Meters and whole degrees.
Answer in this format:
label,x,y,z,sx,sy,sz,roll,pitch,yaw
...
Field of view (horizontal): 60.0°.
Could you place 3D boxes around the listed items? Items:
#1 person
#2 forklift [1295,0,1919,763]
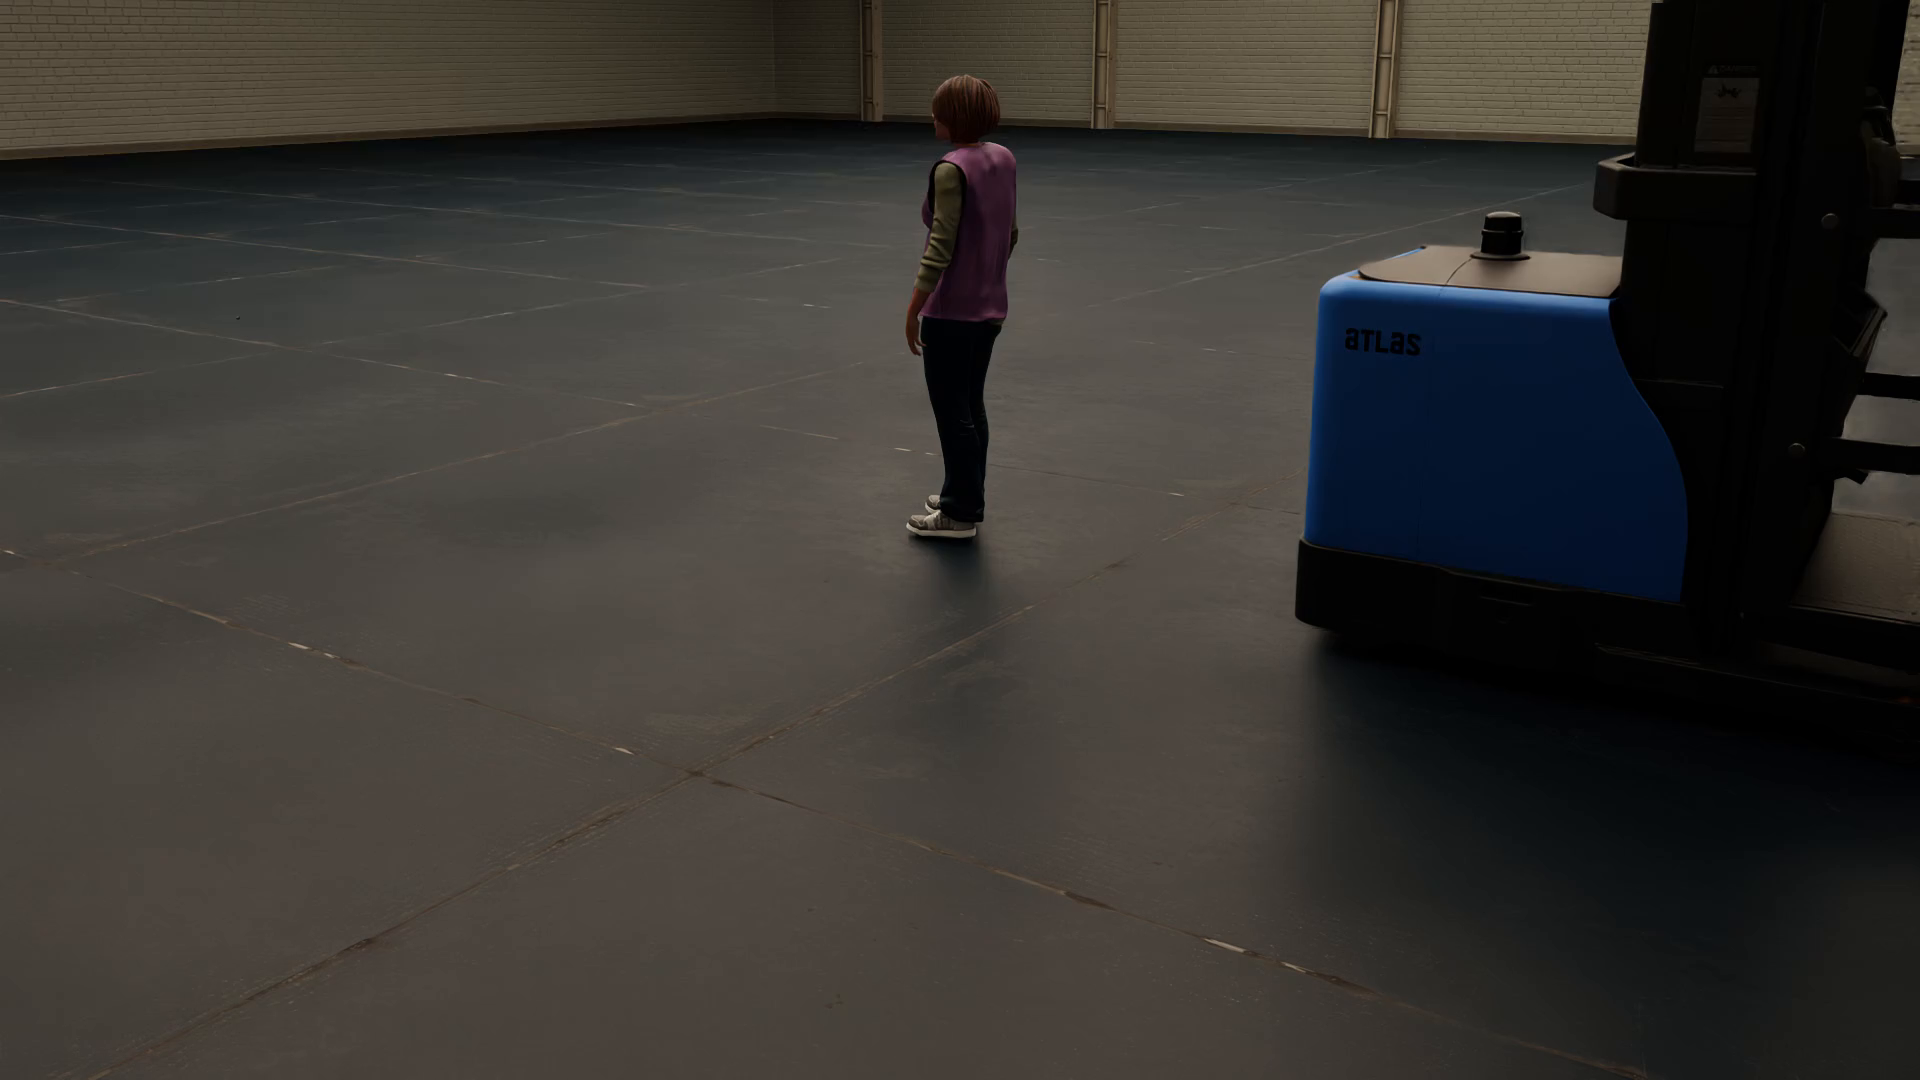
label,x,y,z,sx,sy,sz,roll,pitch,yaw
person,-0.054,-0.788,5.769,0.473,1.599,0.520,11,20,33
forklift,2.519,-0.998,4.169,3.031,2.935,1.130,10,19,30
